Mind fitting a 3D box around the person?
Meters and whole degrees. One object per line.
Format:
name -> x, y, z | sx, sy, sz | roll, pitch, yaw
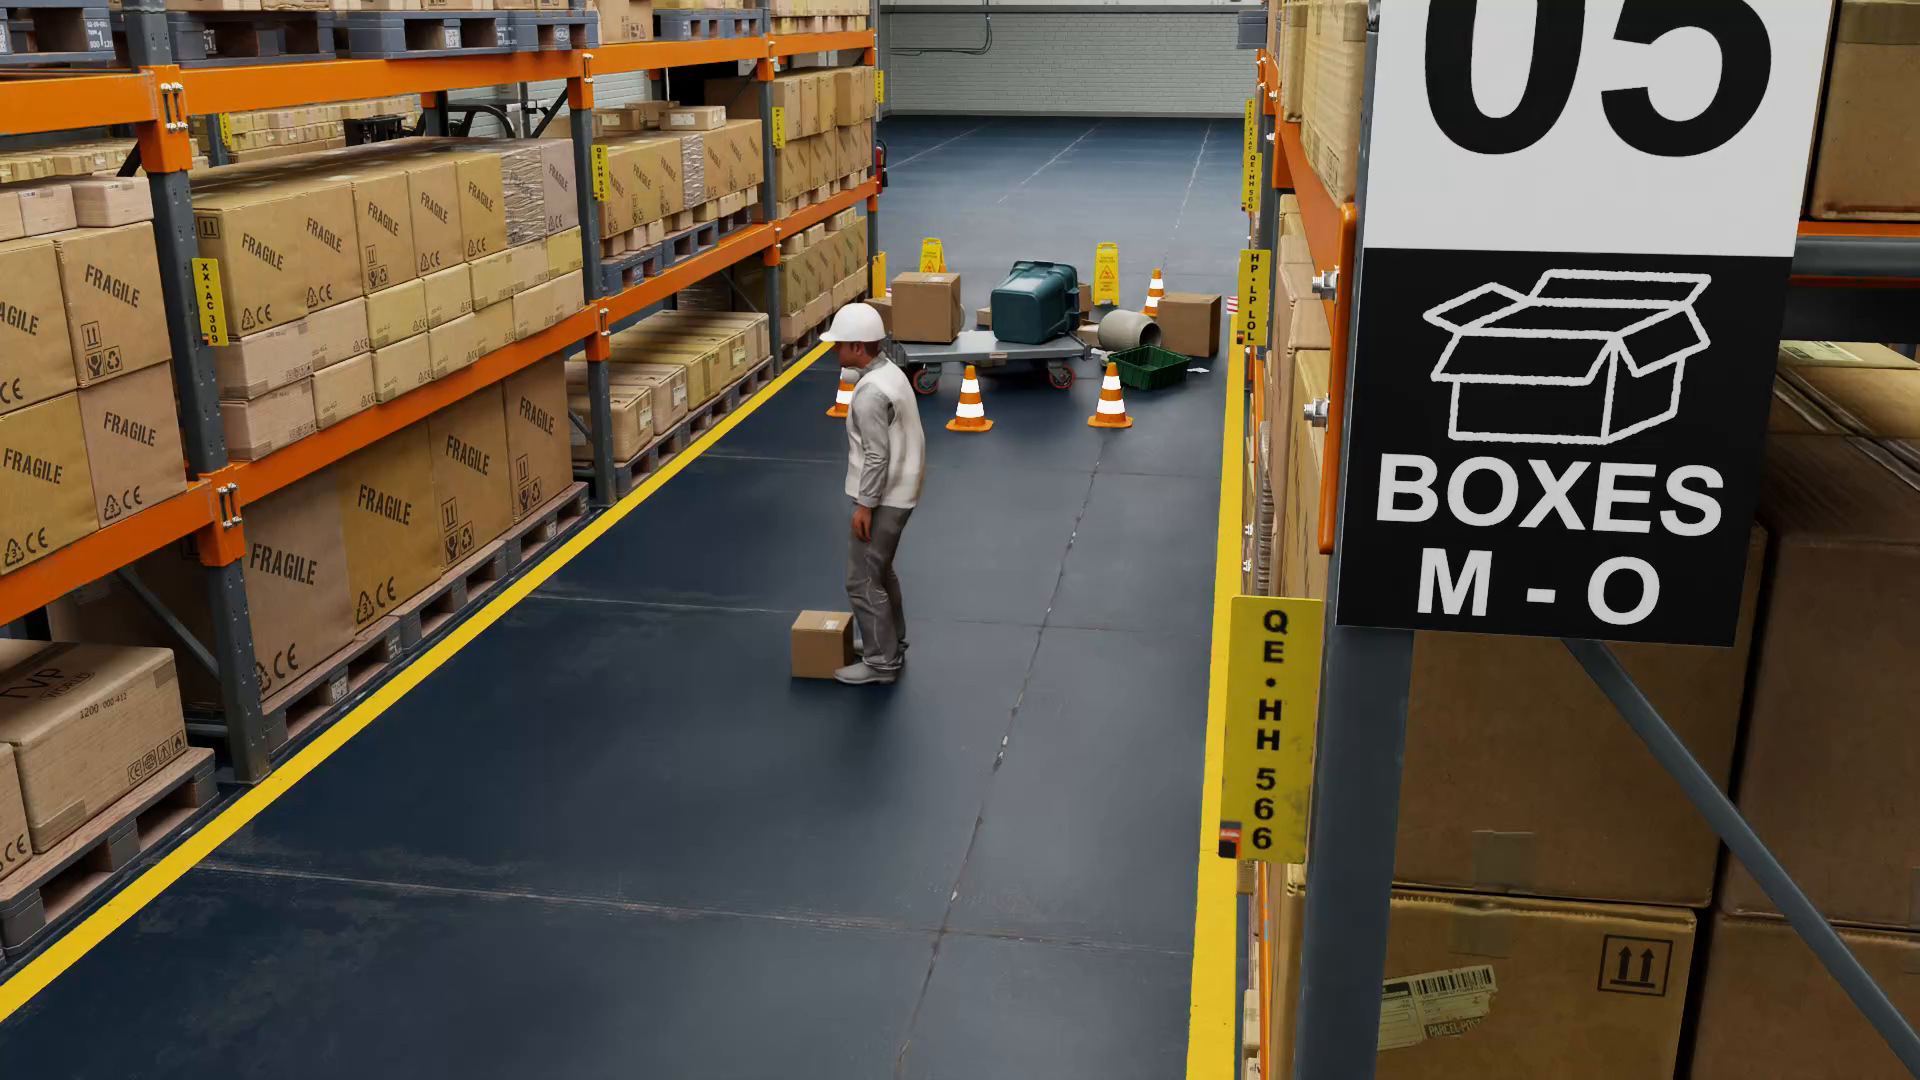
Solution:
person -> -0.394, -0.210, 7.675 | 0.466, 1.766, 0.579 | 2, 18, 6
